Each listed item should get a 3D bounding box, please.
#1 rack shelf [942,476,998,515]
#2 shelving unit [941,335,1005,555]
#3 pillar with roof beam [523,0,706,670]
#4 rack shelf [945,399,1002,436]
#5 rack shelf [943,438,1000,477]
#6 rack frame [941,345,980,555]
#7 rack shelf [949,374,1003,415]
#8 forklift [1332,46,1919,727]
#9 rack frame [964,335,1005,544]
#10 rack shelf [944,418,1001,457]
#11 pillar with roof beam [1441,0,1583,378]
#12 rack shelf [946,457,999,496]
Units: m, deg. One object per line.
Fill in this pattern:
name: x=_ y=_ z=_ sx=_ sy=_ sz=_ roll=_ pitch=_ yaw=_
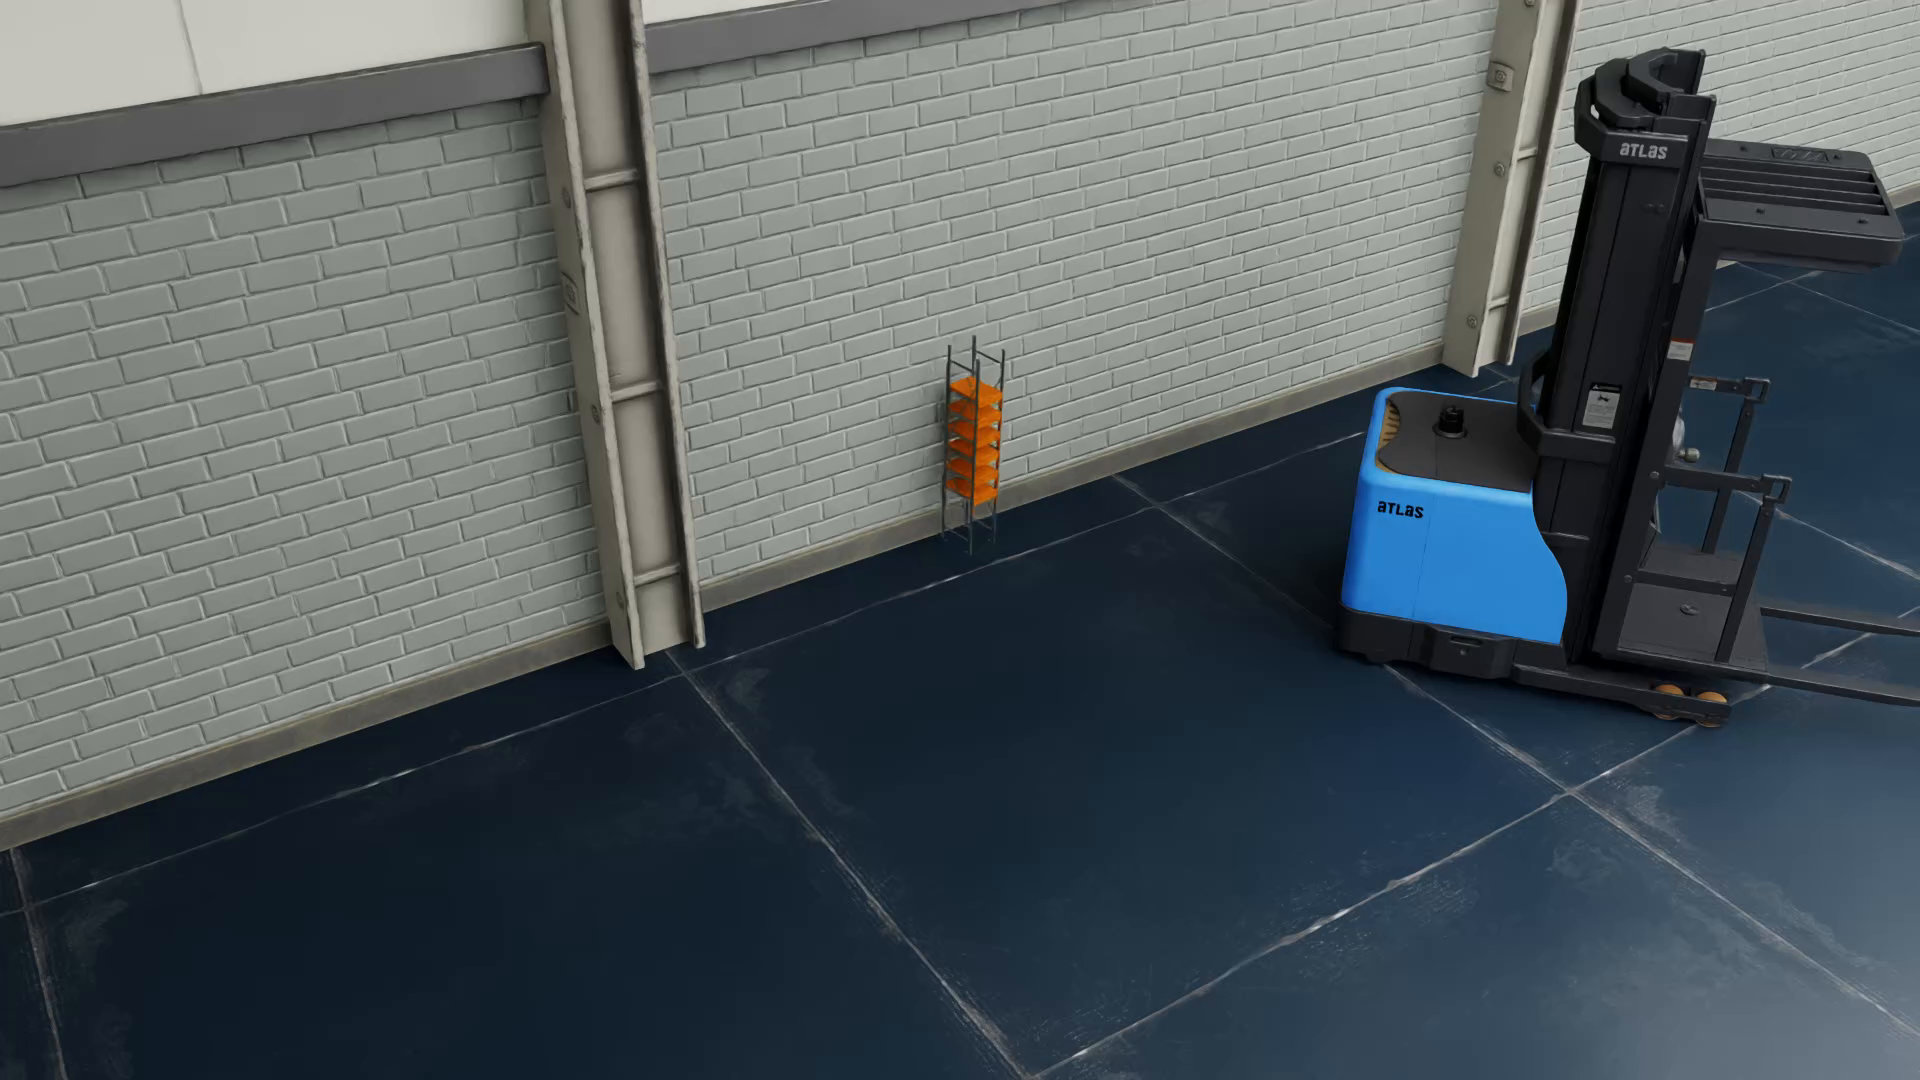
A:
rack shelf: x=0.055 y=-0.263 z=9.184 sx=0.180 sy=0.103 sz=0.258 roll=-26 pitch=42 yaw=-36
shelving unit: x=0.065 y=-0.502 z=9.031 sx=0.189 sy=1.200 sz=0.258 roll=-26 pitch=42 yaw=-36
pillar with roof beam: x=0.785 y=-1.348 z=3.074 sx=0.400 sy=9.000 sz=9.100 roll=-19 pitch=37 yaw=-27
rack shelf: x=0.072 y=-0.666 z=8.925 sx=0.180 sy=0.103 sz=0.258 roll=-26 pitch=42 yaw=-36
rack shelf: x=0.063 y=-0.464 z=9.055 sx=0.180 sy=0.103 sz=0.258 roll=-26 pitch=42 yaw=-36
rack frame: x=-0.001 y=-0.470 z=8.977 sx=0.006 sy=1.200 sz=0.240 roll=-26 pitch=42 yaw=-36
rack shelf: x=0.076 y=-0.767 z=8.861 sx=0.180 sy=0.103 sz=0.258 roll=-26 pitch=42 yaw=-36
forklift: x=3.466 y=-0.663 z=7.675 sx=3.031 sy=2.935 sz=1.130 roll=9 pitch=33 yaw=15
rack frame: x=0.131 y=-0.534 z=9.085 sx=0.006 sy=1.200 sz=0.240 roll=-26 pitch=42 yaw=-36
rack shelf: x=0.068 y=-0.565 z=8.990 sx=0.180 sy=0.103 sz=0.258 roll=-26 pitch=42 yaw=-36
pillar with roof beam: x=5.828 y=-3.082 z=5.823 sx=0.400 sy=9.000 sz=9.100 roll=-19 pitch=37 yaw=-27
rack shelf: x=0.059 y=-0.363 z=9.120 sx=0.180 sy=0.103 sz=0.258 roll=-26 pitch=42 yaw=-36
